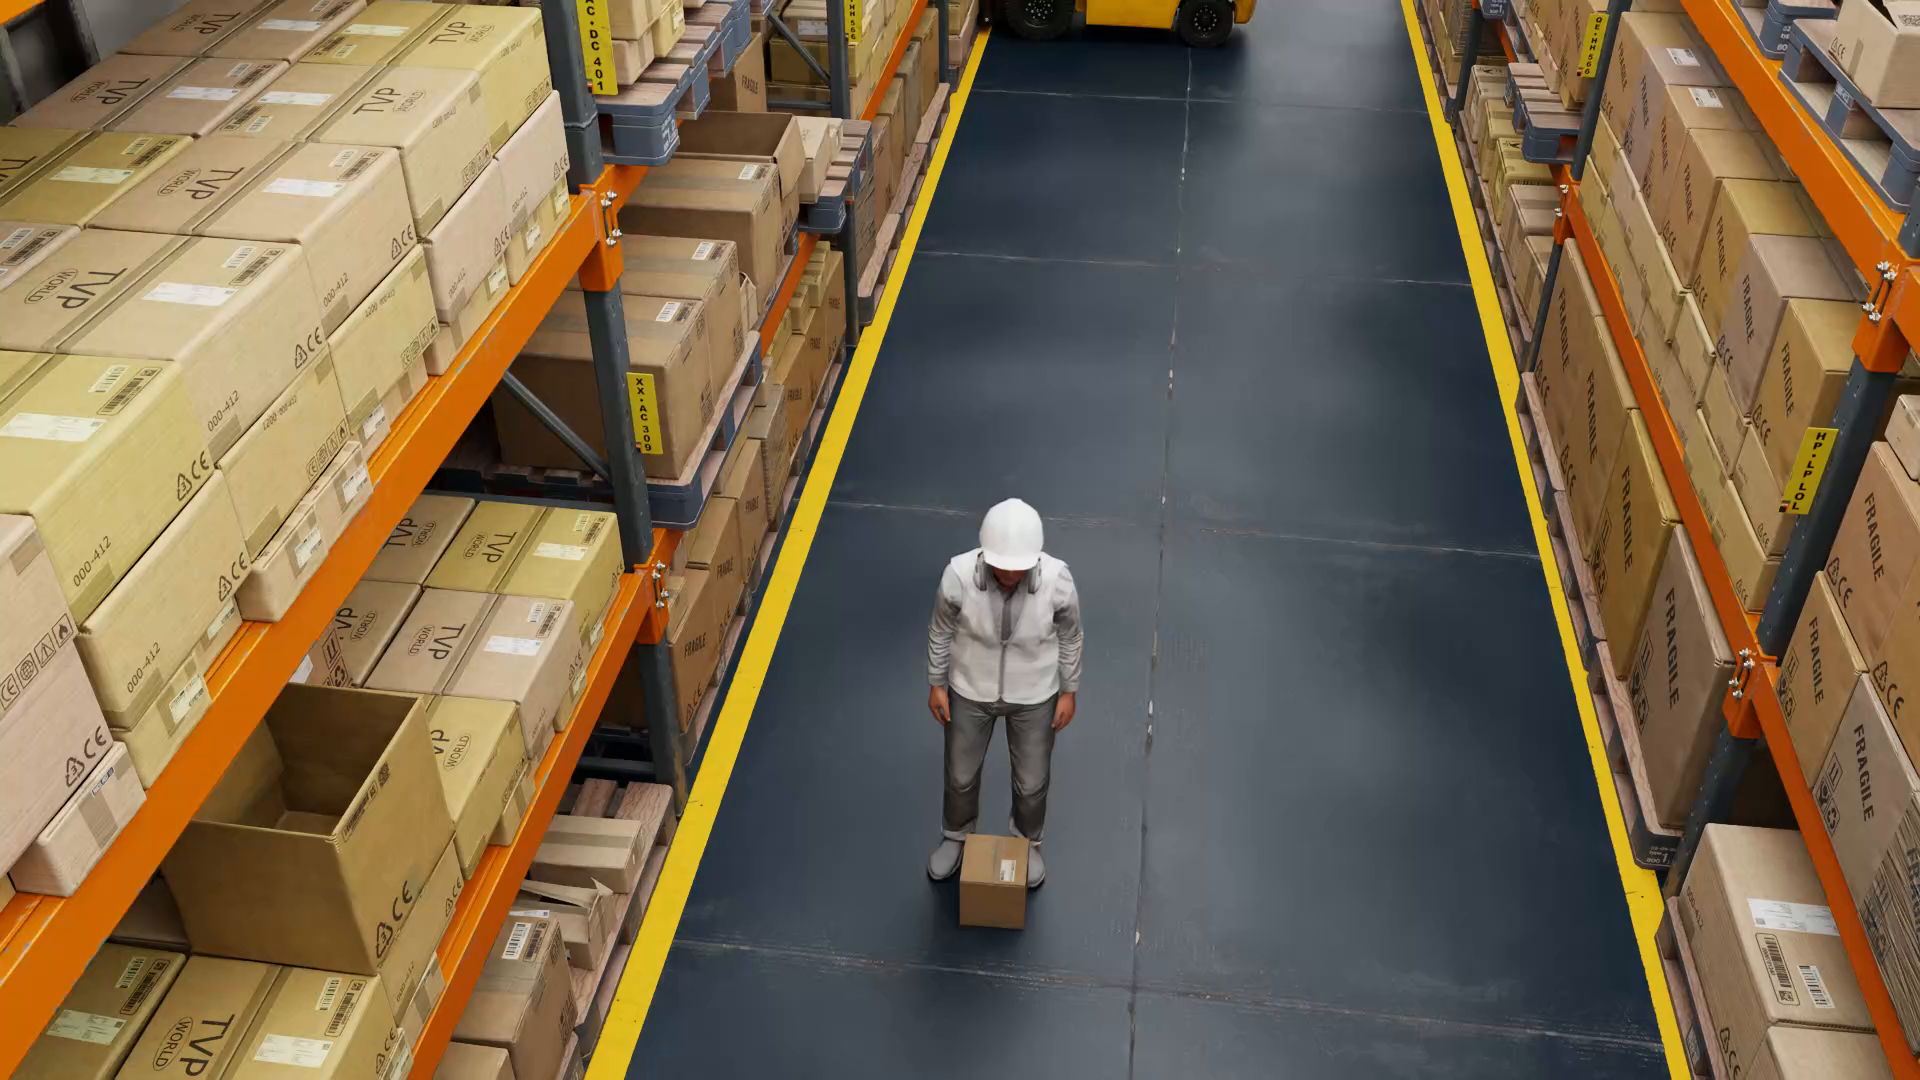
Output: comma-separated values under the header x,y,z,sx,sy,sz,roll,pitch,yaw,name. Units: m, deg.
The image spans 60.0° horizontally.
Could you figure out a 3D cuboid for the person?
x,y,z,sx,sy,sz,roll,pitch,yaw,name
0.163,0.561,6.244,0.579,1.769,0.466,3,36,4,person
